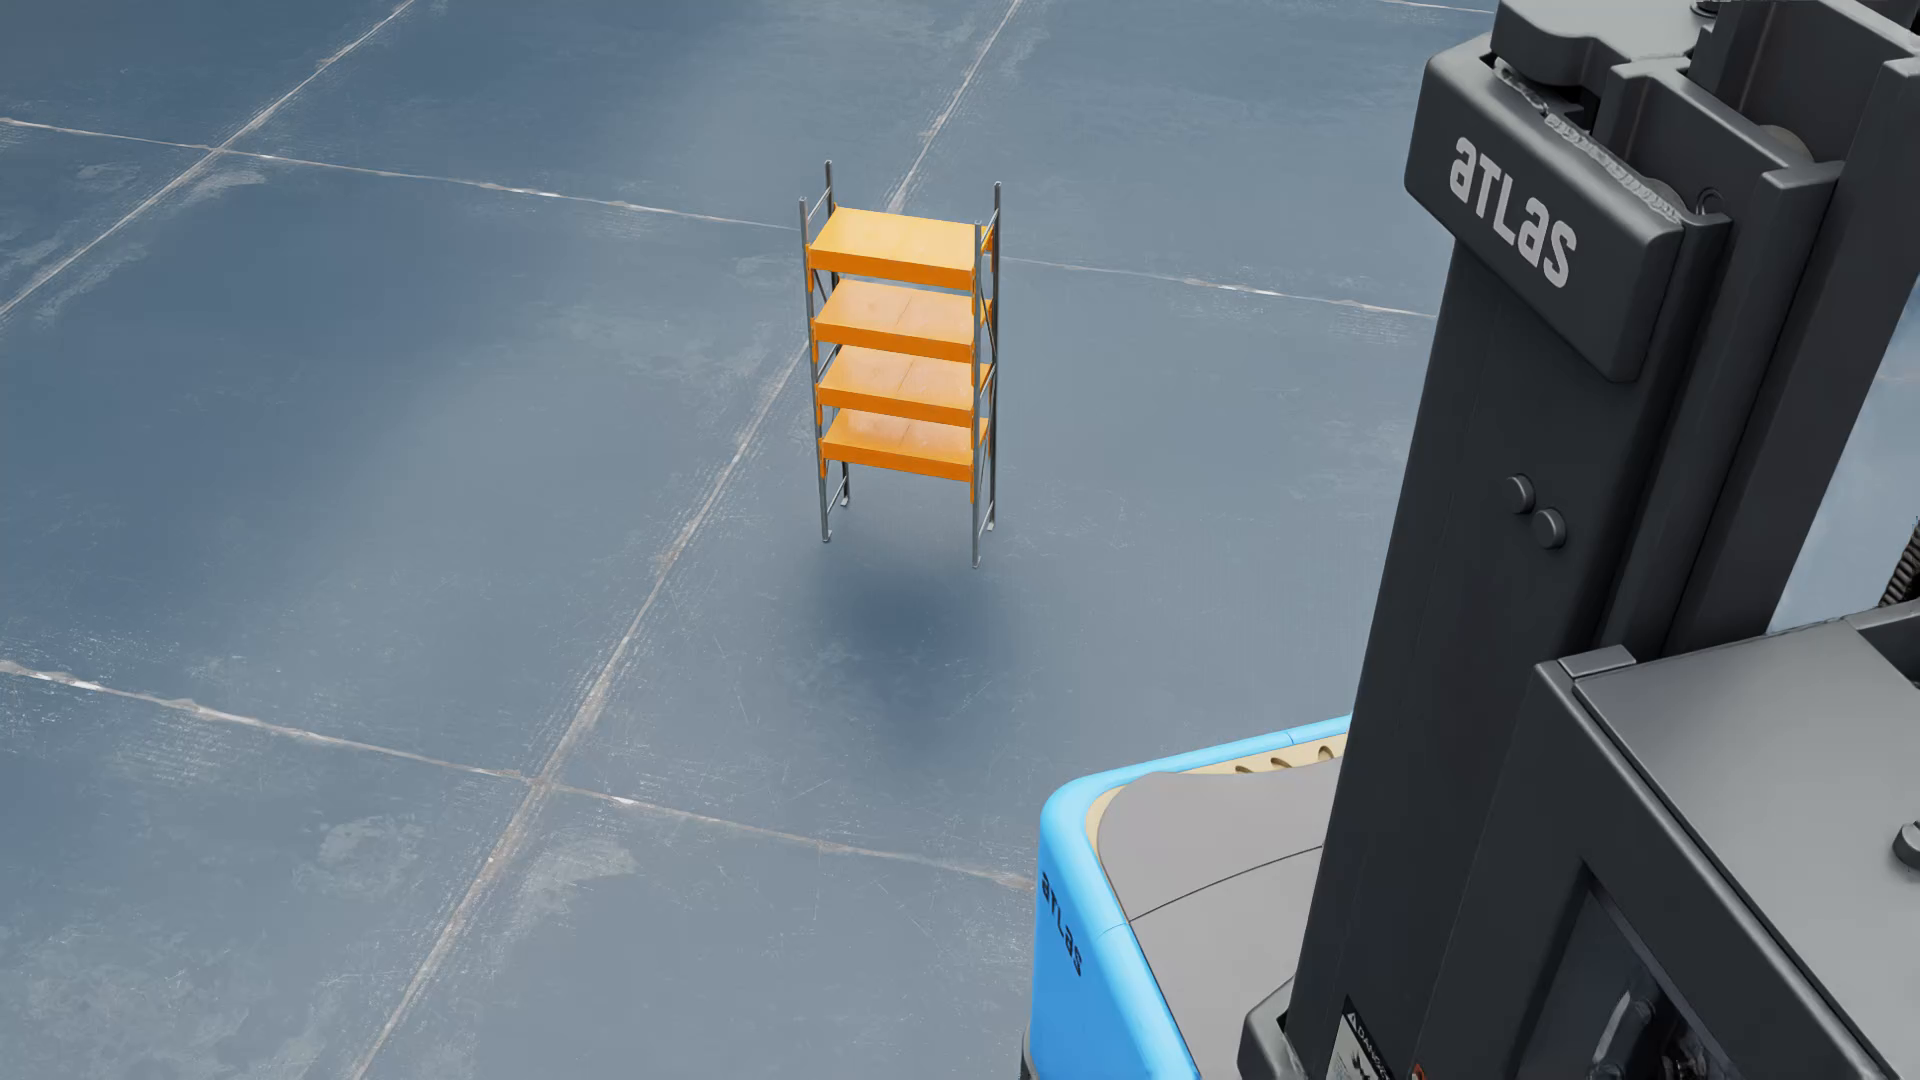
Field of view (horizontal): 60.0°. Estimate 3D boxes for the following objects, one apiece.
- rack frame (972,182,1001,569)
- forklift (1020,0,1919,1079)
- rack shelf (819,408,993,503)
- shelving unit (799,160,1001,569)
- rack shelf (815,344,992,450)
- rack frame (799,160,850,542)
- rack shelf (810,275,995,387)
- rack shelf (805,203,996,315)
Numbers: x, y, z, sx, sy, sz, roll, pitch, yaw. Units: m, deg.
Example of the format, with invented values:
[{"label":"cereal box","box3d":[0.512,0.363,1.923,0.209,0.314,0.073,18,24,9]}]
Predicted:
[{"label":"rack frame","box3d":[0.076,-0.446,4.849,0.015,1.200,0.240,10,41,11]},{"label":"forklift","box3d":[1.045,0.968,1.819,1.130,2.935,3.031,-11,41,-13]},{"label":"rack shelf","box3d":[-0.160,-0.283,5.068,0.480,0.148,0.258,10,41,11]},{"label":"shelving unit","box3d":[-0.160,-0.487,4.897,0.503,1.200,0.258,10,41,11]},{"label":"rack shelf","box3d":[-0.160,-0.435,4.940,0.480,0.148,0.258,10,41,11]},{"label":"rack frame","box3d":[-0.396,-0.528,4.945,0.015,1.200,0.240,10,41,11]},{"label":"rack shelf","box3d":[-0.160,-0.607,4.796,0.480,0.148,0.258,10,41,11]},{"label":"rack shelf","box3d":[-0.160,-0.788,4.644,0.480,0.148,0.258,10,41,11]}]
